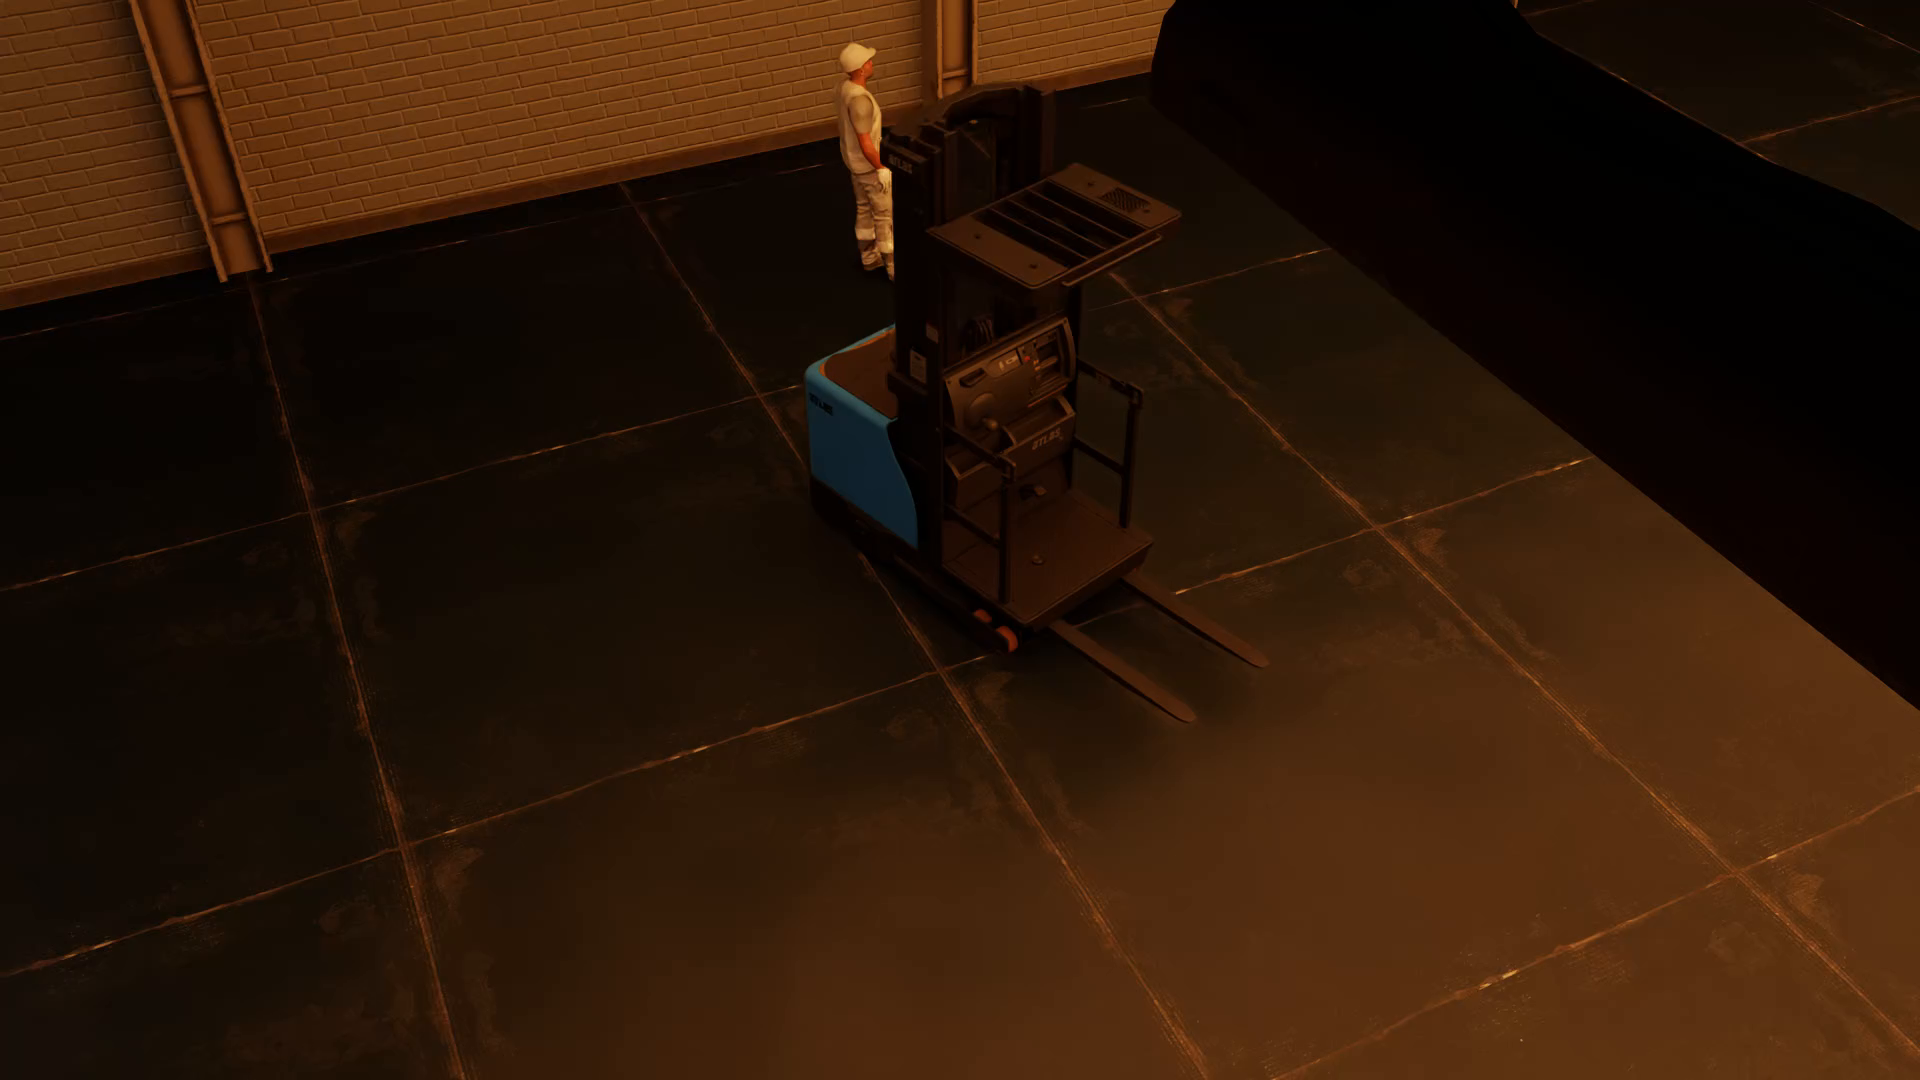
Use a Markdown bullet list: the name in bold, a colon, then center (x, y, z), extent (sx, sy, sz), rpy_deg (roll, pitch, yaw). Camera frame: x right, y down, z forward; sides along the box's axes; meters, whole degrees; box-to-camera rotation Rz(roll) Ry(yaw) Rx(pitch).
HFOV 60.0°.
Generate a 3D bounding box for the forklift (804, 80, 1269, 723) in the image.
- **forklift**: center (0.428, -0.842, 9.025), extent (1.130, 2.935, 3.031), rpy_deg (-31, 49, -31)

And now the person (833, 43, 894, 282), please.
- **person**: center (-0.604, -2.793, 12.246), extent (0.564, 1.790, 0.647), rpy_deg (-14, 42, -16)
